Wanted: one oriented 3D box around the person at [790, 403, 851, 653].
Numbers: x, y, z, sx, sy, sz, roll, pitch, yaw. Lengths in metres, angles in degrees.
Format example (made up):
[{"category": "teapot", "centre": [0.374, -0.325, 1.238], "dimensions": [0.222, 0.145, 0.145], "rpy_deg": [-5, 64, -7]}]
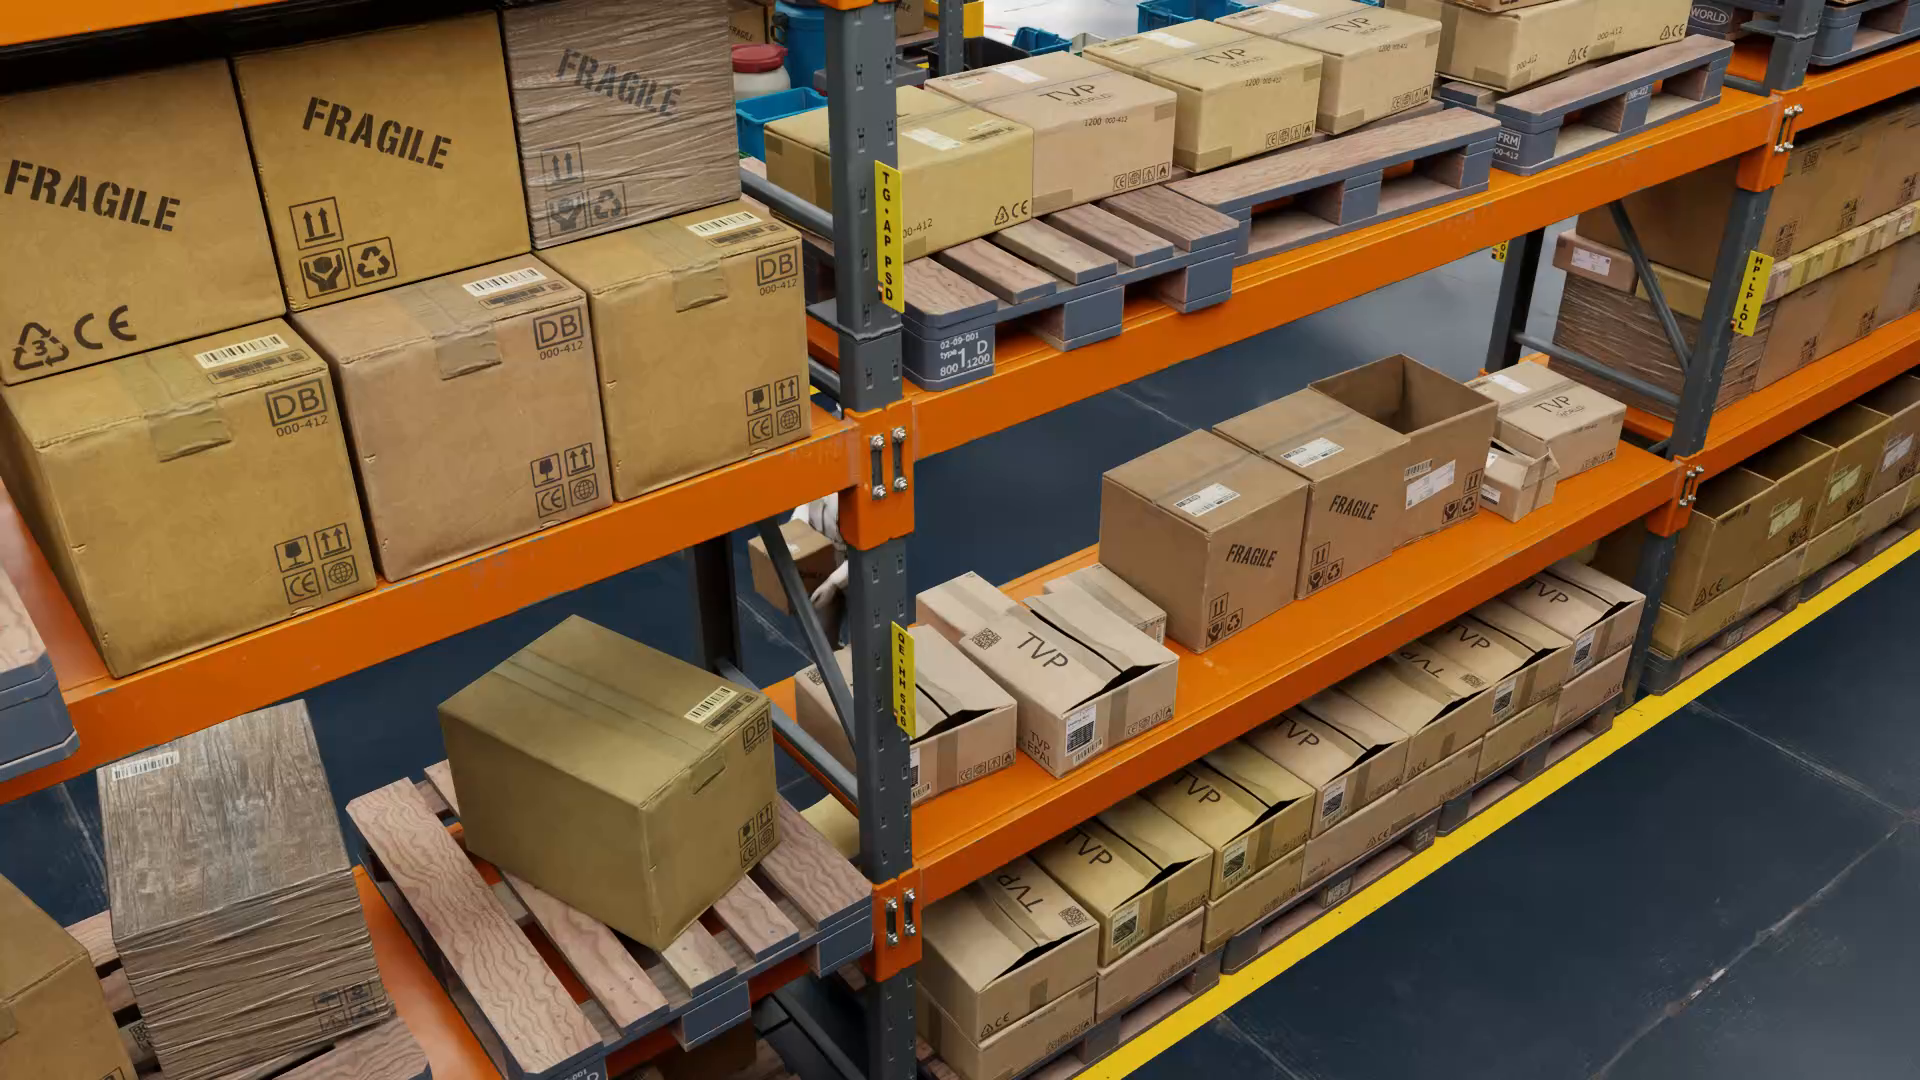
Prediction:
[{"category": "person", "centre": [-0.494, 0.149, 6.869], "dimensions": [0.468, 1.697, 0.552], "rpy_deg": [27, 41, 35]}]
